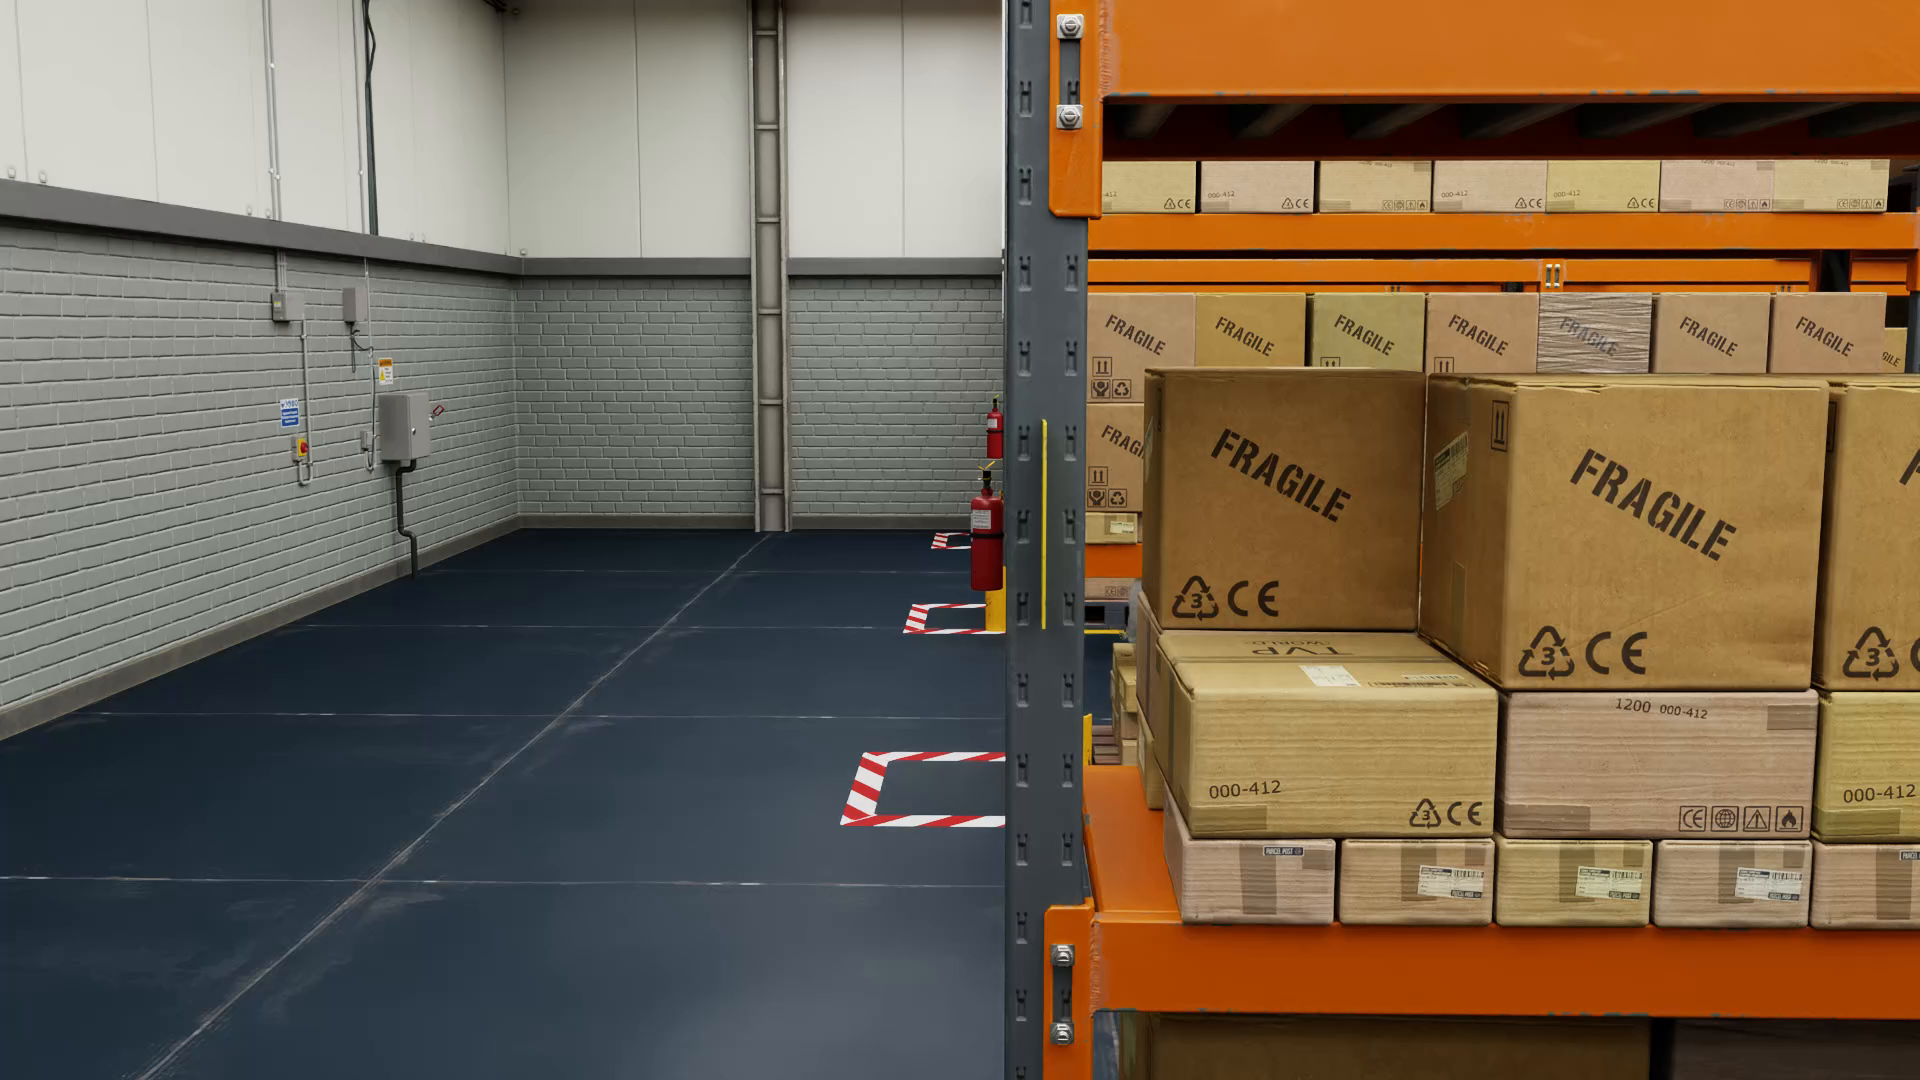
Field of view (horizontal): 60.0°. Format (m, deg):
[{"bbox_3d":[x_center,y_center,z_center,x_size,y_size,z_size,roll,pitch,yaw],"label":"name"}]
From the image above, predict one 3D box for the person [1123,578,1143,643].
[{"bbox_3d":[1.337,-0.060,11.818,0.393,1.814,0.559,0,7,2],"label":"person"}]
